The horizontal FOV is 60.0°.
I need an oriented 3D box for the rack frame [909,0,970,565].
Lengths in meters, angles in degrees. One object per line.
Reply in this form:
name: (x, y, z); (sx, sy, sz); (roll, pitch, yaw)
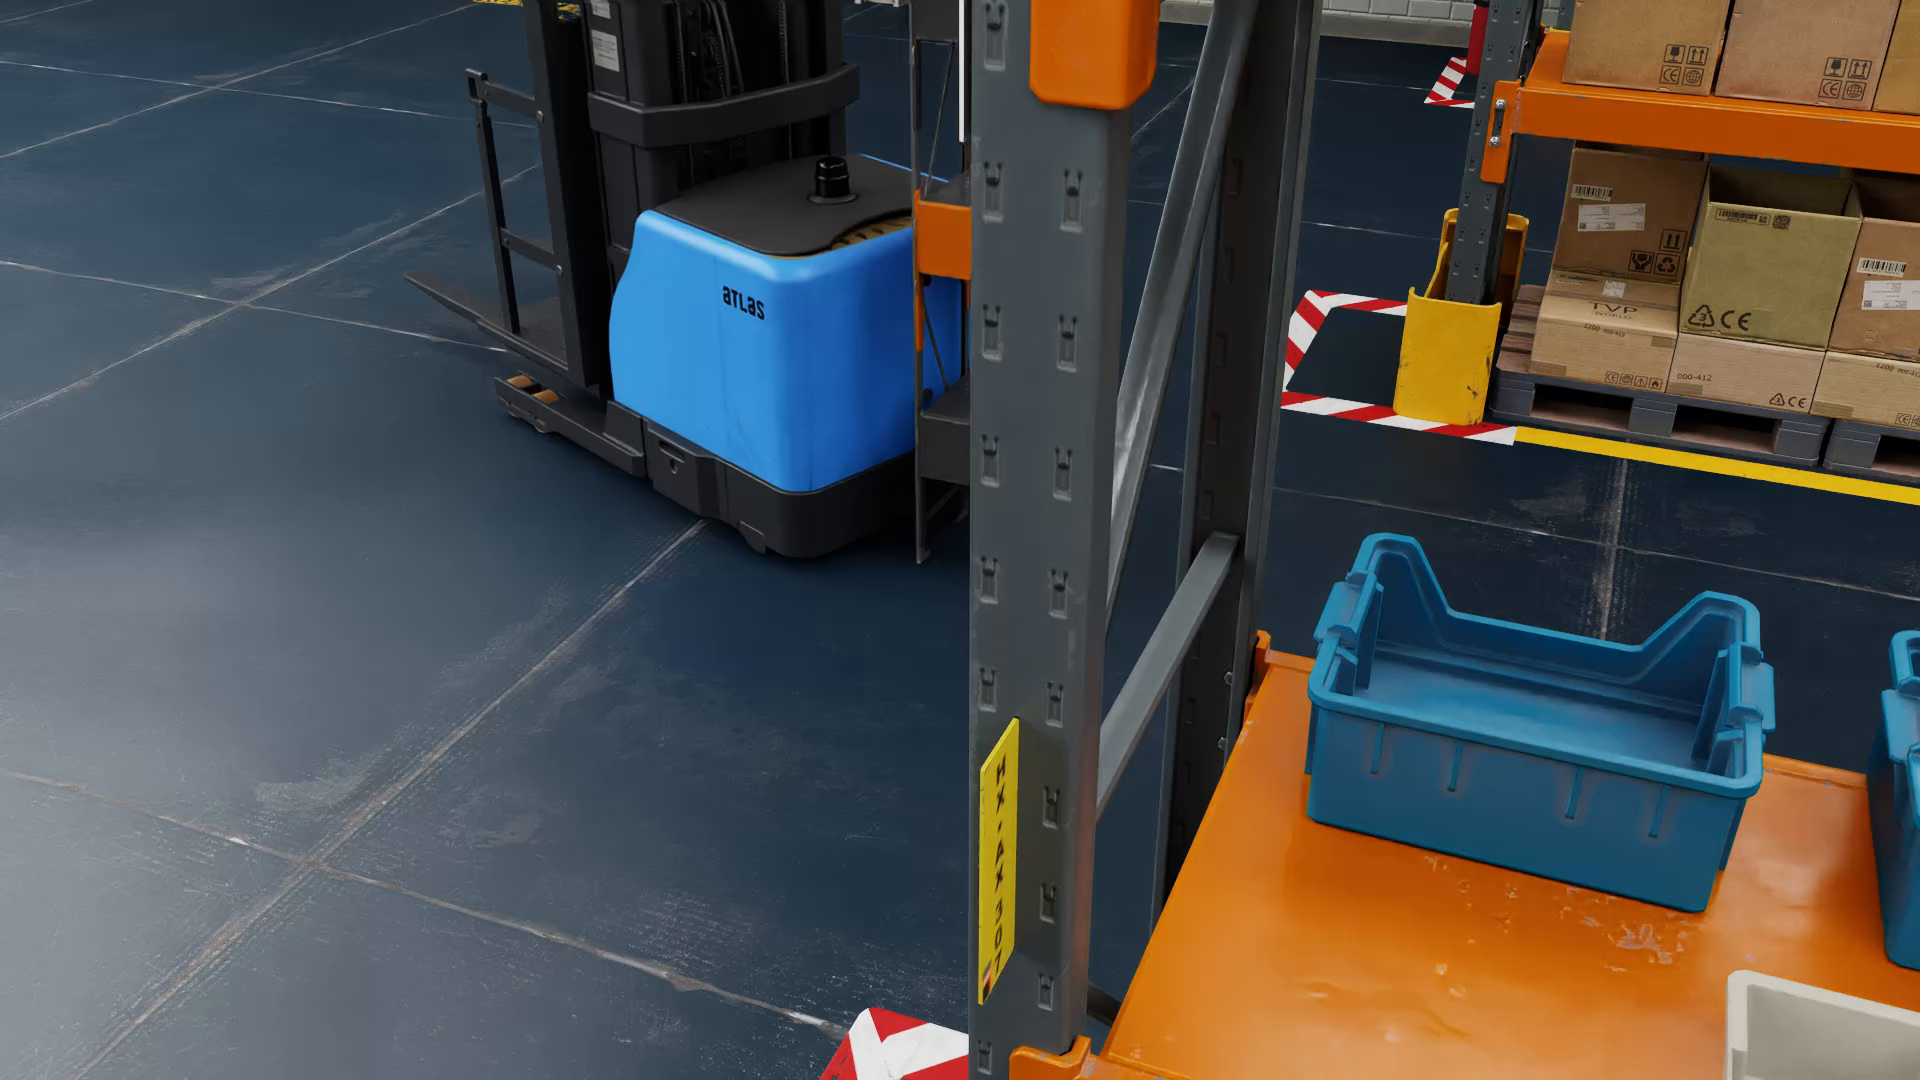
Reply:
rack frame: (-0.057, -0.921, 5.245); (0.015, 2.100, 0.400); (12, 32, 21)

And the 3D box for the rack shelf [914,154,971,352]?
rack shelf: (0.166, -0.861, 5.165); (0.480, 0.518, 0.431); (12, 32, 21)

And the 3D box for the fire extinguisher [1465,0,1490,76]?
fire extinguisher: (2.183, -2.236, 6.736); (0.183, 0.674, 0.296); (11, 31, 19)

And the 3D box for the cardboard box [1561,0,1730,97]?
cardboard box: (2.546, -1.987, 6.116); (0.500, 0.500, 0.700); (11, 31, 19)

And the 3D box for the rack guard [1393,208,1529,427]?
rack guard: (2.096, -0.952, 6.927); (0.348, 0.500, 1.175); (11, 31, 19)

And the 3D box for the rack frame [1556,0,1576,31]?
rack frame: (3.977, -4.295, 10.301); (0.127, 3.000, 1.000); (11, 31, 19)

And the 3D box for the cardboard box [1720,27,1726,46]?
cardboard box: (4.584, -3.147, 10.556); (0.500, 0.311, 0.500); (8, 30, 13)

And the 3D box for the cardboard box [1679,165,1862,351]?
cardboard box: (2.995, -1.056, 6.176); (0.500, 0.500, 0.500); (11, 31, 19)

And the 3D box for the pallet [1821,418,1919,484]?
pallet: (3.969, -0.473, 6.373); (1.213, 0.211, 1.003); (11, 31, 19)

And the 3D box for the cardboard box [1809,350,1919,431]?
cardboard box: (3.459, -0.638, 6.197); (0.500, 0.250, 0.500); (11, 31, 19)

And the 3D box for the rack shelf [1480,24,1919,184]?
rack shelf: (3.971, -1.353, 5.826); (4.000, 0.370, 1.077); (11, 31, 19)

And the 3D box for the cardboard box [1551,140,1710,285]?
cardboard box: (2.727, -1.385, 6.757); (0.500, 0.500, 0.500); (11, 31, 19)

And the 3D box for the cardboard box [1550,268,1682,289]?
cardboard box: (2.726, -1.057, 6.940); (0.500, 0.250, 0.500); (11, 31, 19)

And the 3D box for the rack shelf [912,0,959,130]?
rack shelf: (0.166, -1.471, 4.822); (0.480, 0.518, 0.431); (12, 32, 21)

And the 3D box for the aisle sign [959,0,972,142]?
aisle sign: (0.075, -0.790, 1.457); (0.004, 0.787, 0.394); (11, 31, 19)

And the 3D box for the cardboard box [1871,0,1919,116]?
cardboard box: (3.492, -1.798, 5.781); (0.500, 0.500, 0.700); (12, 31, 19)

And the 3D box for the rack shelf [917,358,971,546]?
rack shelf: (0.165, -0.250, 5.508); (0.480, 0.518, 0.431); (12, 32, 21)

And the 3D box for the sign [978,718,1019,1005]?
sign: (0.041, 0.351, 1.799); (0.005, 0.325, 0.100); (11, 31, 19)

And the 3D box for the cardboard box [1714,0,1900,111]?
cardboard box: (3.034, -1.892, 5.948); (0.500, 0.500, 0.700); (12, 32, 20)

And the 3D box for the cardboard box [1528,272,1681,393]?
cardboard box: (2.531, -0.821, 6.522); (0.500, 0.250, 0.500); (11, 31, 19)

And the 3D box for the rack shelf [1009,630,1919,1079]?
rack shelf: (2.105, 0.905, 1.832); (4.000, 0.370, 1.077); (11, 31, 19)

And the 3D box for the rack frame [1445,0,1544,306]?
rack frame: (2.118, -2.036, 6.304); (0.127, 3.000, 1.000); (11, 31, 19)

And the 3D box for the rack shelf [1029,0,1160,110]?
rack shelf: (2.105, -0.401, 1.094); (4.000, 0.370, 1.077); (11, 31, 19)

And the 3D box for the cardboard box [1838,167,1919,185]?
cardboard box: (3.659, -1.207, 6.442); (0.500, 0.500, 0.500); (11, 31, 19)

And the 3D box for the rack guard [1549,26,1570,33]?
rack guard: (4.047, -3.193, 10.891); (0.348, 0.500, 1.175); (11, 31, 19)

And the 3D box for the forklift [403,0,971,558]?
forklift: (-1.194, -1.847, 6.039); (1.130, 2.935, 3.031); (-25, 38, -37)

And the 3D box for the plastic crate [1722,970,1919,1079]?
plastic crate: (0.960, 0.649, 1.822); (0.250, 0.136, 0.298); (11, 31, 19)

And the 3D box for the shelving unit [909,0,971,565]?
shelving unit: (0.166, -0.872, 5.158); (0.503, 2.100, 0.431); (12, 32, 21)

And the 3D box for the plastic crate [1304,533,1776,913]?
plastic crate: (0.828, 0.243, 2.423); (0.616, 0.251, 0.499); (11, 31, 19)

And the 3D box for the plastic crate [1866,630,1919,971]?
plastic crate: (1.428, 0.365, 2.206); (0.408, 0.251, 0.499); (11, 31, 19)

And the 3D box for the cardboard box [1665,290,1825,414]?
cardboard box: (2.996, -0.730, 6.362); (0.500, 0.250, 0.500); (11, 31, 19)

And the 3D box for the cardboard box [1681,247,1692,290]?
cardboard box: (3.194, -0.970, 6.786); (0.500, 0.250, 0.500); (11, 31, 19)

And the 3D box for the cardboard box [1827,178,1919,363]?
cardboard box: (3.463, -0.969, 6.022); (0.500, 0.500, 0.500); (11, 31, 19)

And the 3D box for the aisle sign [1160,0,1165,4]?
aisle sign: (0.297, -1.059, 1.933); (0.004, 0.787, 0.394); (11, 31, 19)

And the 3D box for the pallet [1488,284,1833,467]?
pallet: (2.842, -0.700, 6.774); (1.213, 0.211, 1.003); (11, 31, 19)
